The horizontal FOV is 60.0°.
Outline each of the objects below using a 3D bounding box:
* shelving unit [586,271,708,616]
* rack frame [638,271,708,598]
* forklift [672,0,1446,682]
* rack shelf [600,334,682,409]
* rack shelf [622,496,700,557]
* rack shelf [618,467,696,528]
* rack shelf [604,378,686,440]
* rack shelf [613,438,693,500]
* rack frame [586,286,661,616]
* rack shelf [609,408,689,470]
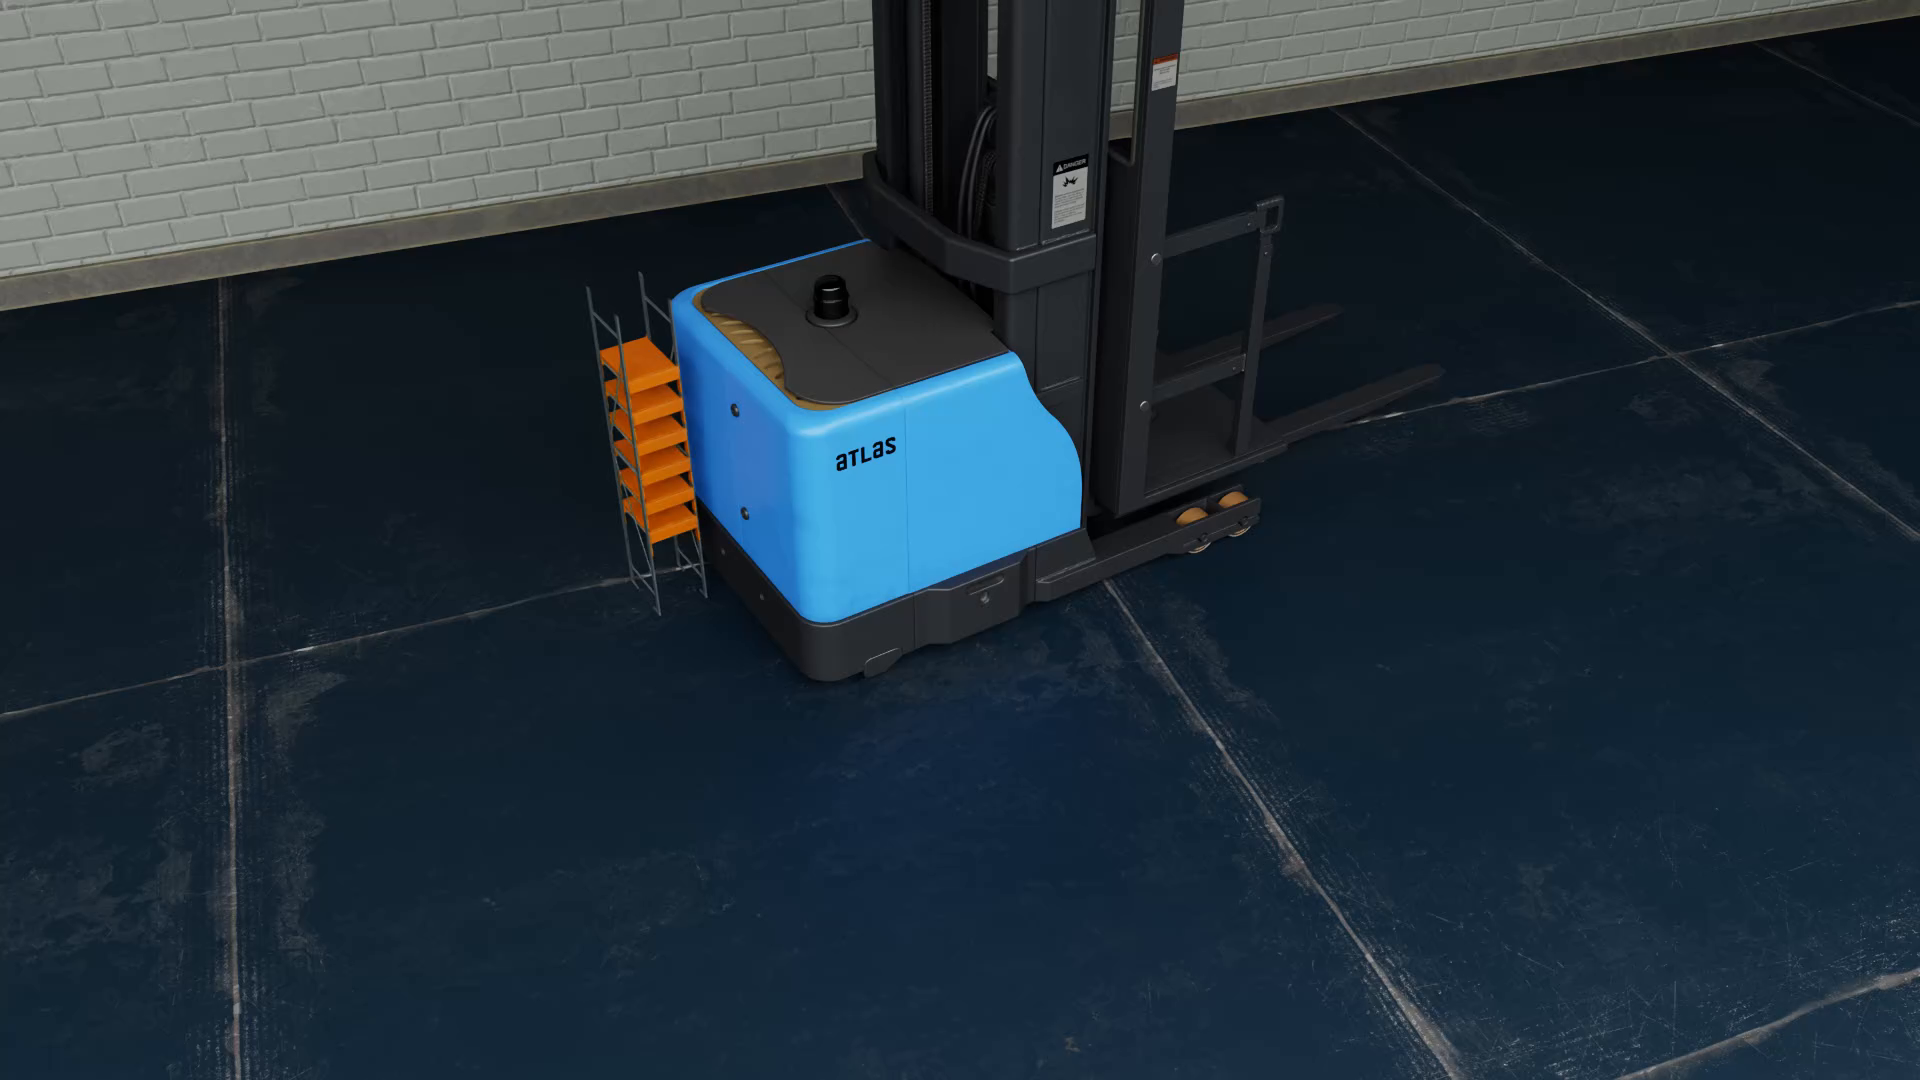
[{"bbox_3d":[-1.053,-0.303,5.653,0.189,1.200,0.258,-22,42,-26],"label":"shelving unit"},{"bbox_3d":[-0.977,-0.333,5.693,0.006,1.200,0.240,-22,42,-26],"label":"rack frame"},{"bbox_3d":[0.530,-1.371,5.634,3.031,2.935,1.130,-21,42,-25],"label":"forklift"},{"bbox_3d":[-1.055,-0.556,5.465,0.180,0.103,0.258,-22,42,-26],"label":"rack shelf"},{"bbox_3d":[-1.052,-0.074,5.822,0.180,0.103,0.258,-22,42,-26],"label":"rack shelf"},{"bbox_3d":[-1.053,-0.171,5.751,0.180,0.103,0.258,-22,42,-26],"label":"rack shelf"},{"bbox_3d":[-1.054,-0.460,5.536,0.180,0.103,0.258,-22,42,-26],"label":"rack shelf"},{"bbox_3d":[-1.053,-0.267,5.679,0.180,0.103,0.258,-22,42,-26],"label":"rack shelf"},{"bbox_3d":[-1.130,-0.272,5.612,0.006,1.200,0.240,-22,42,-26],"label":"rack frame"},{"bbox_3d":[-1.054,-0.363,5.608,0.180,0.103,0.258,-22,42,-26],"label":"rack shelf"}]
